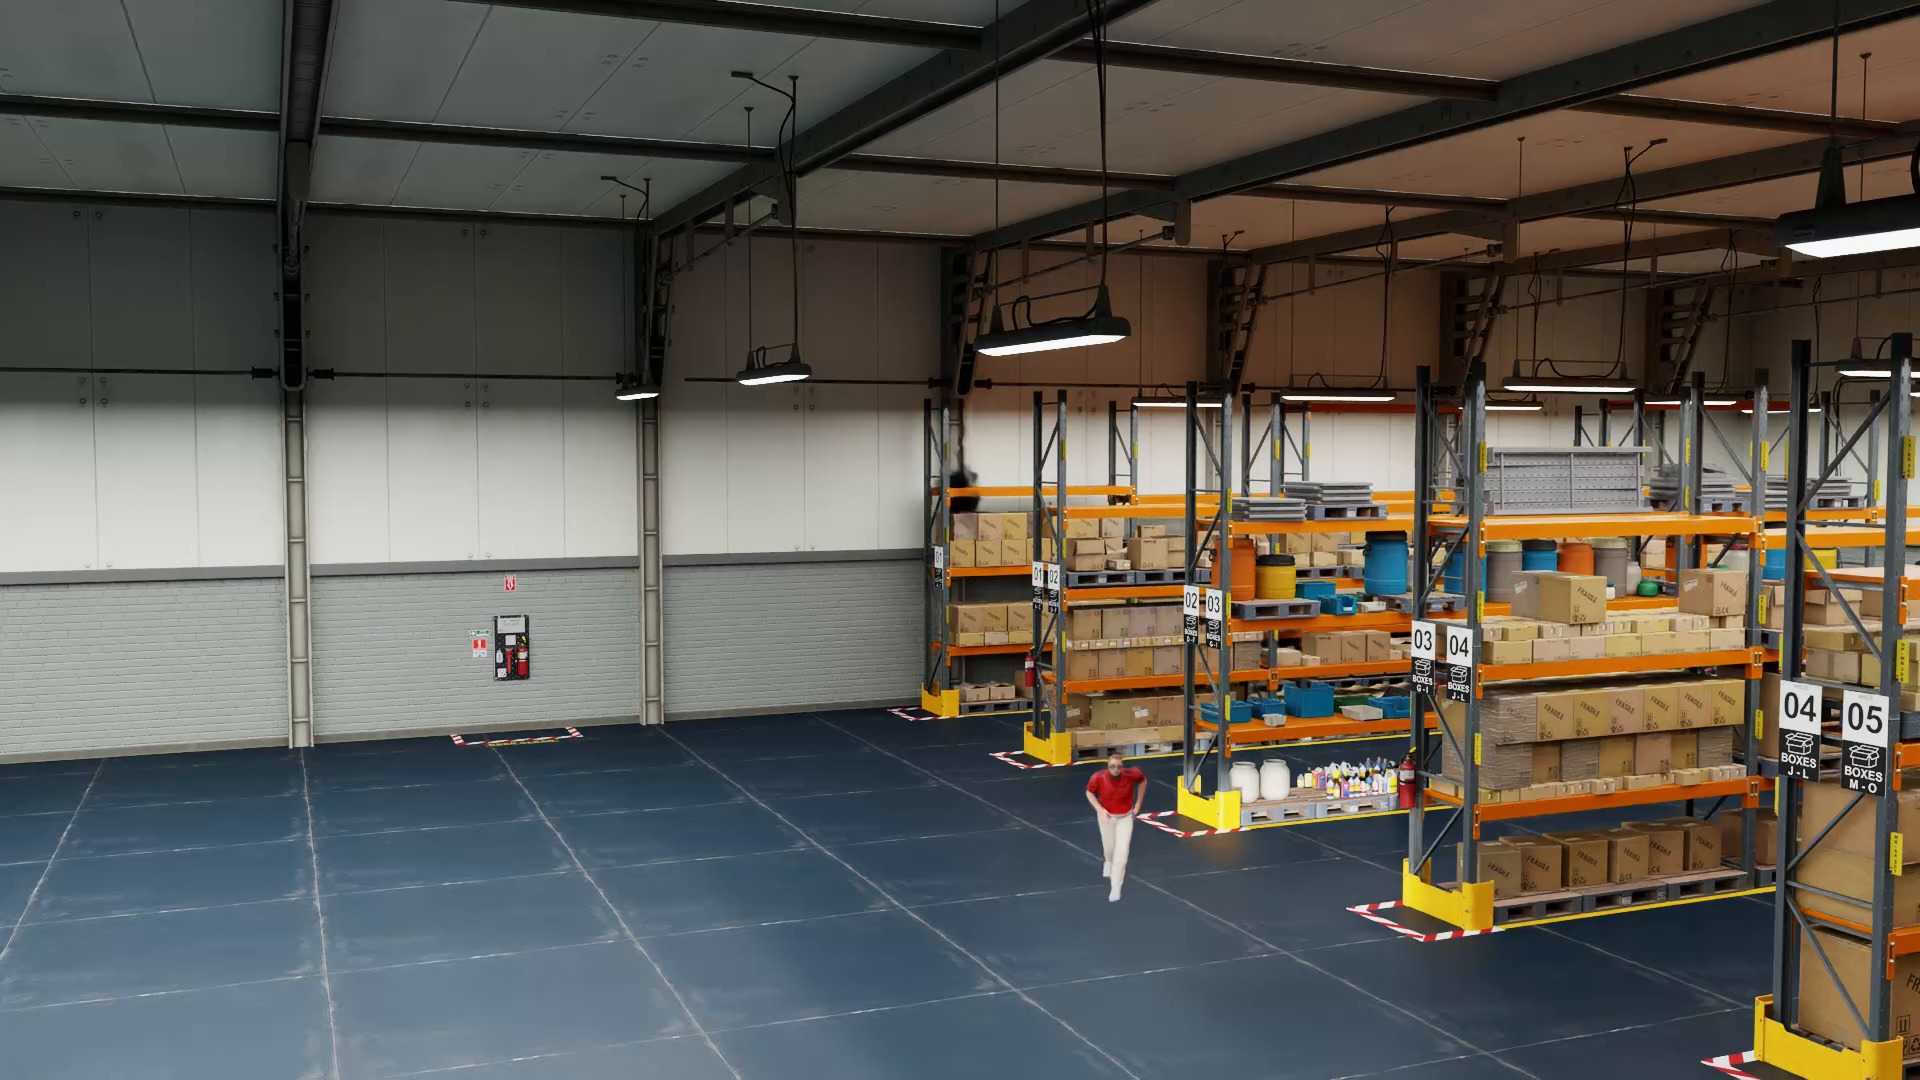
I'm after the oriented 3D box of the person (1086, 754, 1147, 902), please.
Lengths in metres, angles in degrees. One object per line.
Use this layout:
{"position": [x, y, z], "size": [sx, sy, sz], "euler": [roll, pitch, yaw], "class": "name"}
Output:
{"position": [1.793, 3.239, 19.166], "size": [0.700, 1.694, 1.018], "euler": [0, 3, 1], "class": "person"}
